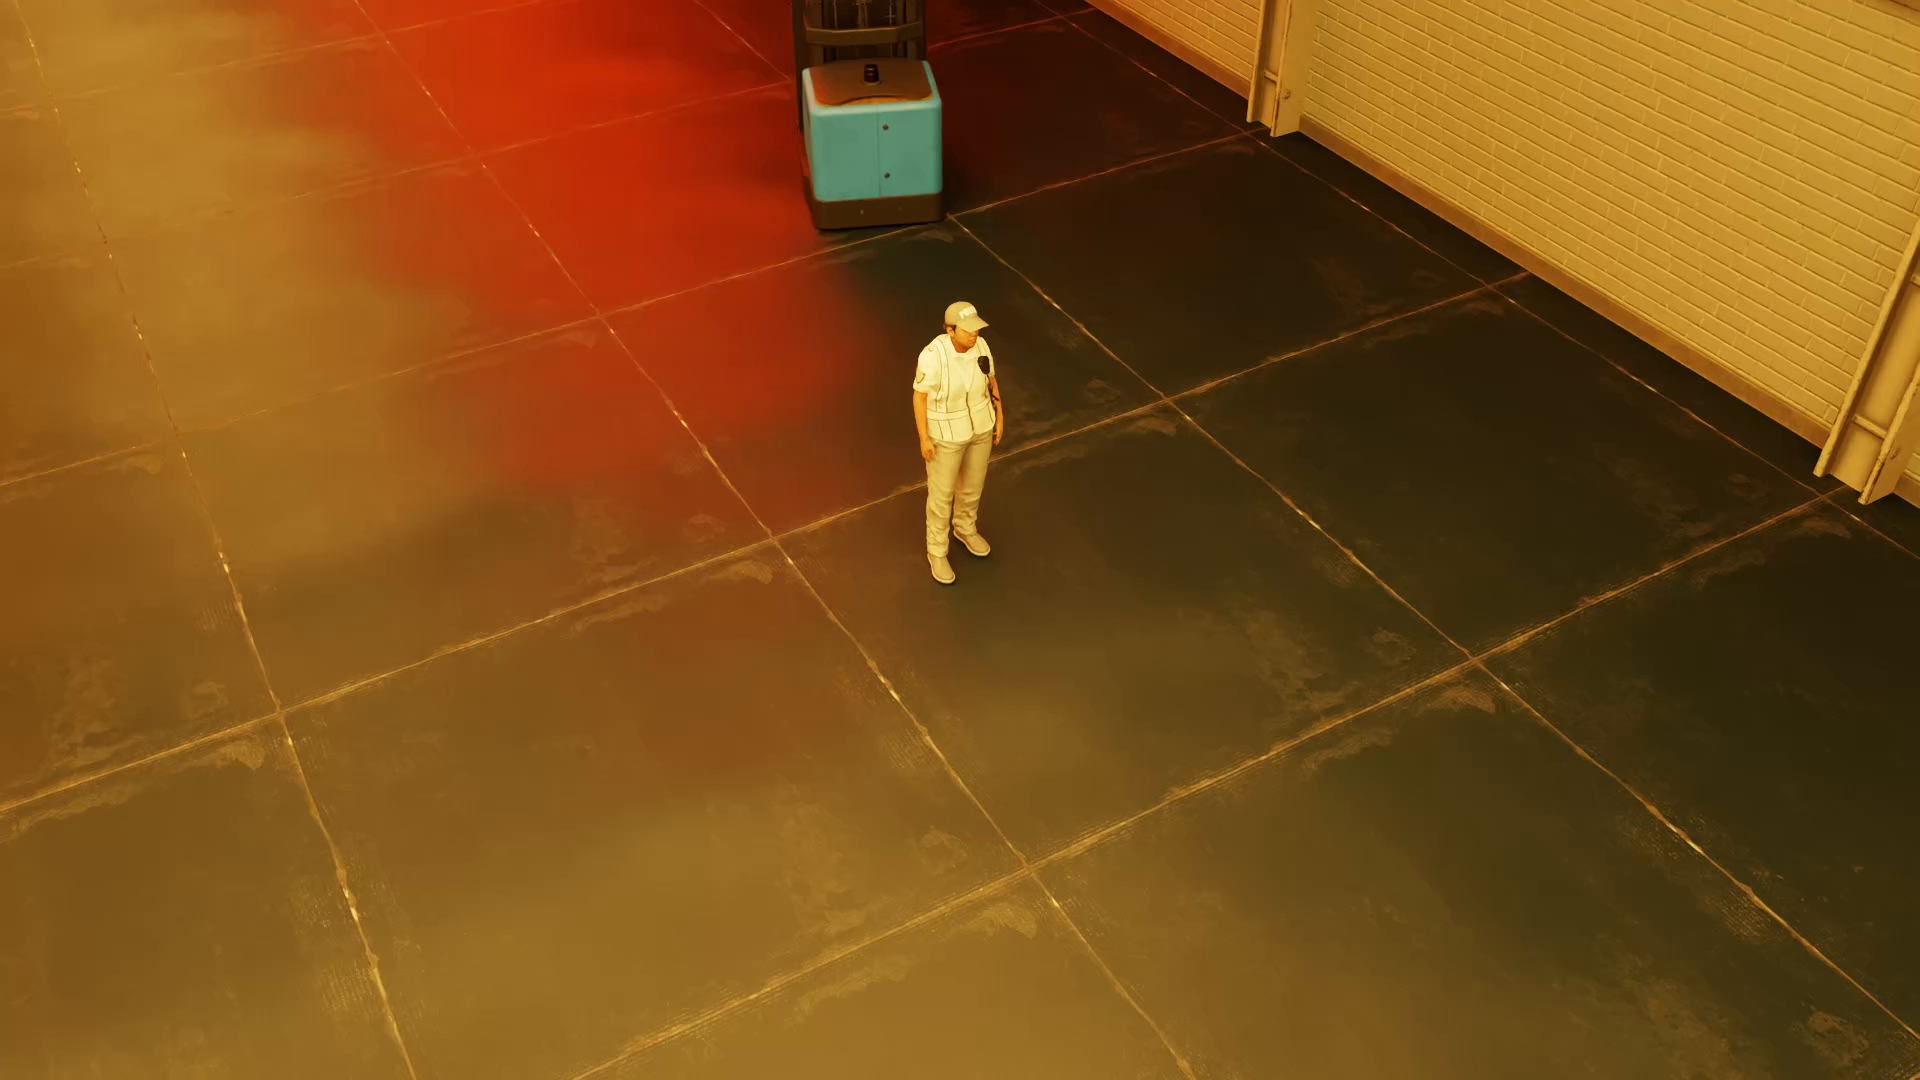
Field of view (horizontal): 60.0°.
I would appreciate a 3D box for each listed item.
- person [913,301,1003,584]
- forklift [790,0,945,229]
[{"bbox_3d":[0.019,-0.597,9.735,0.598,1.670,0.527,-20,44,-23],"label":"person"},{"bbox_3d":[-0.854,-4.534,13.503,1.130,2.935,3.031,-6,40,-7],"label":"forklift"}]
